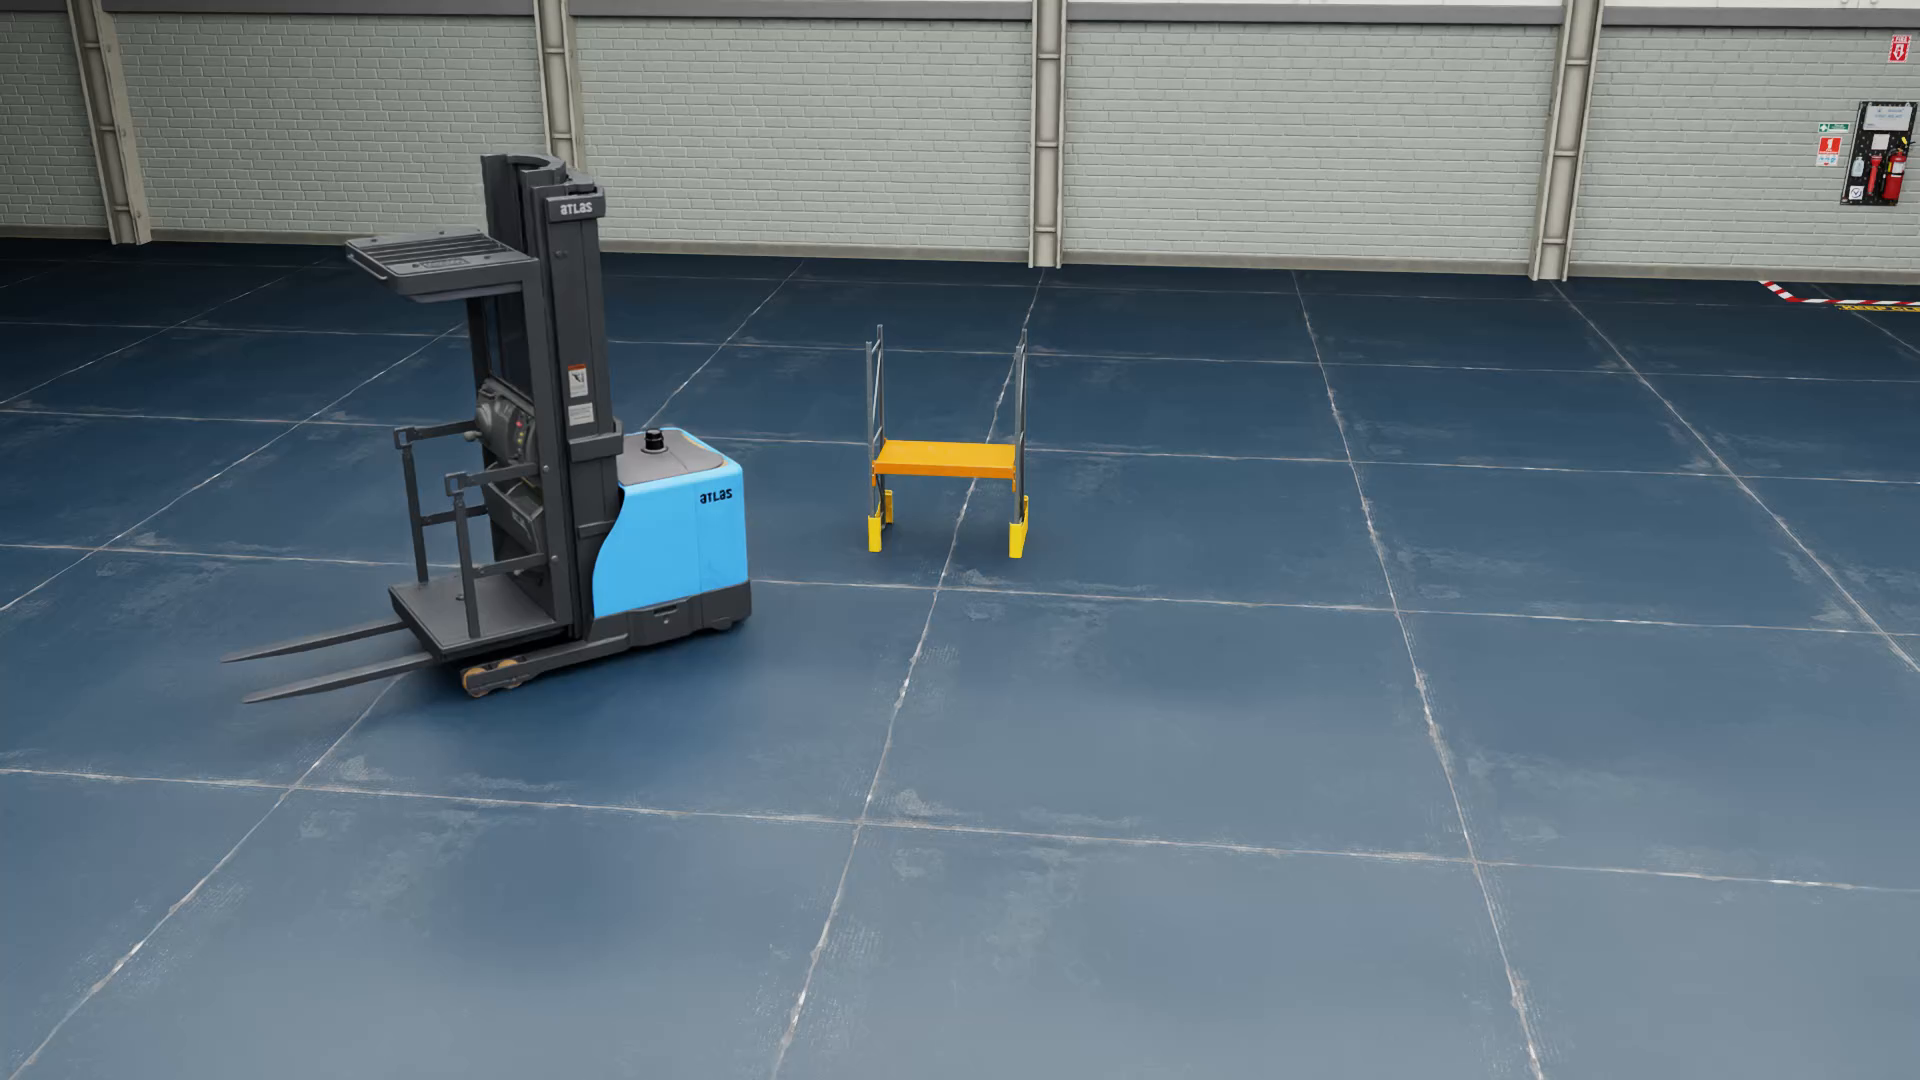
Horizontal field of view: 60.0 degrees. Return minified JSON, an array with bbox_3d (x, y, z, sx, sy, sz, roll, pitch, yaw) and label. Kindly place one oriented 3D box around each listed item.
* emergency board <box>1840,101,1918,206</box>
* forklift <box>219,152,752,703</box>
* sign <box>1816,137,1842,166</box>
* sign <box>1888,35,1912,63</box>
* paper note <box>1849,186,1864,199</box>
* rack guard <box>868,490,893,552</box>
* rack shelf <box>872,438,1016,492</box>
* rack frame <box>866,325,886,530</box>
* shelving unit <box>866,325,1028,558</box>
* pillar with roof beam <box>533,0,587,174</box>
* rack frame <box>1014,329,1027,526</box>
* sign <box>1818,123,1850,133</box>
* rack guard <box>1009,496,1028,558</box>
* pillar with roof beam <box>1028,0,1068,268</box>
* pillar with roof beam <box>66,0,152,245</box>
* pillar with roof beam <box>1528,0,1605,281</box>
[{"bbox_3d":[10.520,-4.388,18.959,0.643,1.169,0.194,2,22,6],"label":"emergency board"},{"bbox_3d":[-2.835,-0.675,9.660,3.031,2.935,1.130,-14,25,-31],"label":"forklift"},{"bbox_3d":[9.983,-4.466,19.108,0.234,0.329,0.001,2,22,6],"label":"sign"},{"bbox_3d":[10.524,-5.503,18.626,0.199,0.298,0.001,2,22,6],"label":"sign"},{"bbox_3d":[10.352,-4.011,19.204,0.142,0.148,0.016,2,22,6],"label":"paper note"},{"bbox_3d":[-0.570,-0.141,11.957,0.087,0.250,0.587,2,22,6],"label":"rack guard"},{"bbox_3d":[-0.085,-0.534,11.740,1.000,0.185,0.538,2,22,6],"label":"rack shelf"},{"bbox_3d":[-0.590,-0.723,11.729,0.032,1.500,0.500,2,22,6],"label":"rack frame"},{"bbox_3d":[-0.076,-0.701,11.672,1.083,1.500,0.587,2,22,6],"label":"shelving unit"},{"bbox_3d":[-5.412,-6.264,15.545,0.400,9.000,9.100,2,22,6],"label":"pillar with roof beam"},{"bbox_3d":[0.420,-0.679,11.618,0.032,1.500,0.500,2,22,6],"label":"rack frame"},{"bbox_3d":[9.986,-4.709,19.002,0.331,0.109,0.001,2,22,6],"label":"sign"},{"bbox_3d":[0.419,-0.098,11.848,0.087,0.250,0.587,2,22,6],"label":"rack guard"},{"bbox_3d":[0.546,-6.004,14.888,0.400,9.000,9.100,2,22,6],"label":"pillar with roof beam"},{"bbox_3d":[-11.370,-6.524,16.201,0.400,9.000,9.100,2,22,6],"label":"pillar with roof beam"},{"bbox_3d":[6.504,-5.745,14.231,0.400,9.000,9.100,2,22,6],"label":"pillar with roof beam"}]
